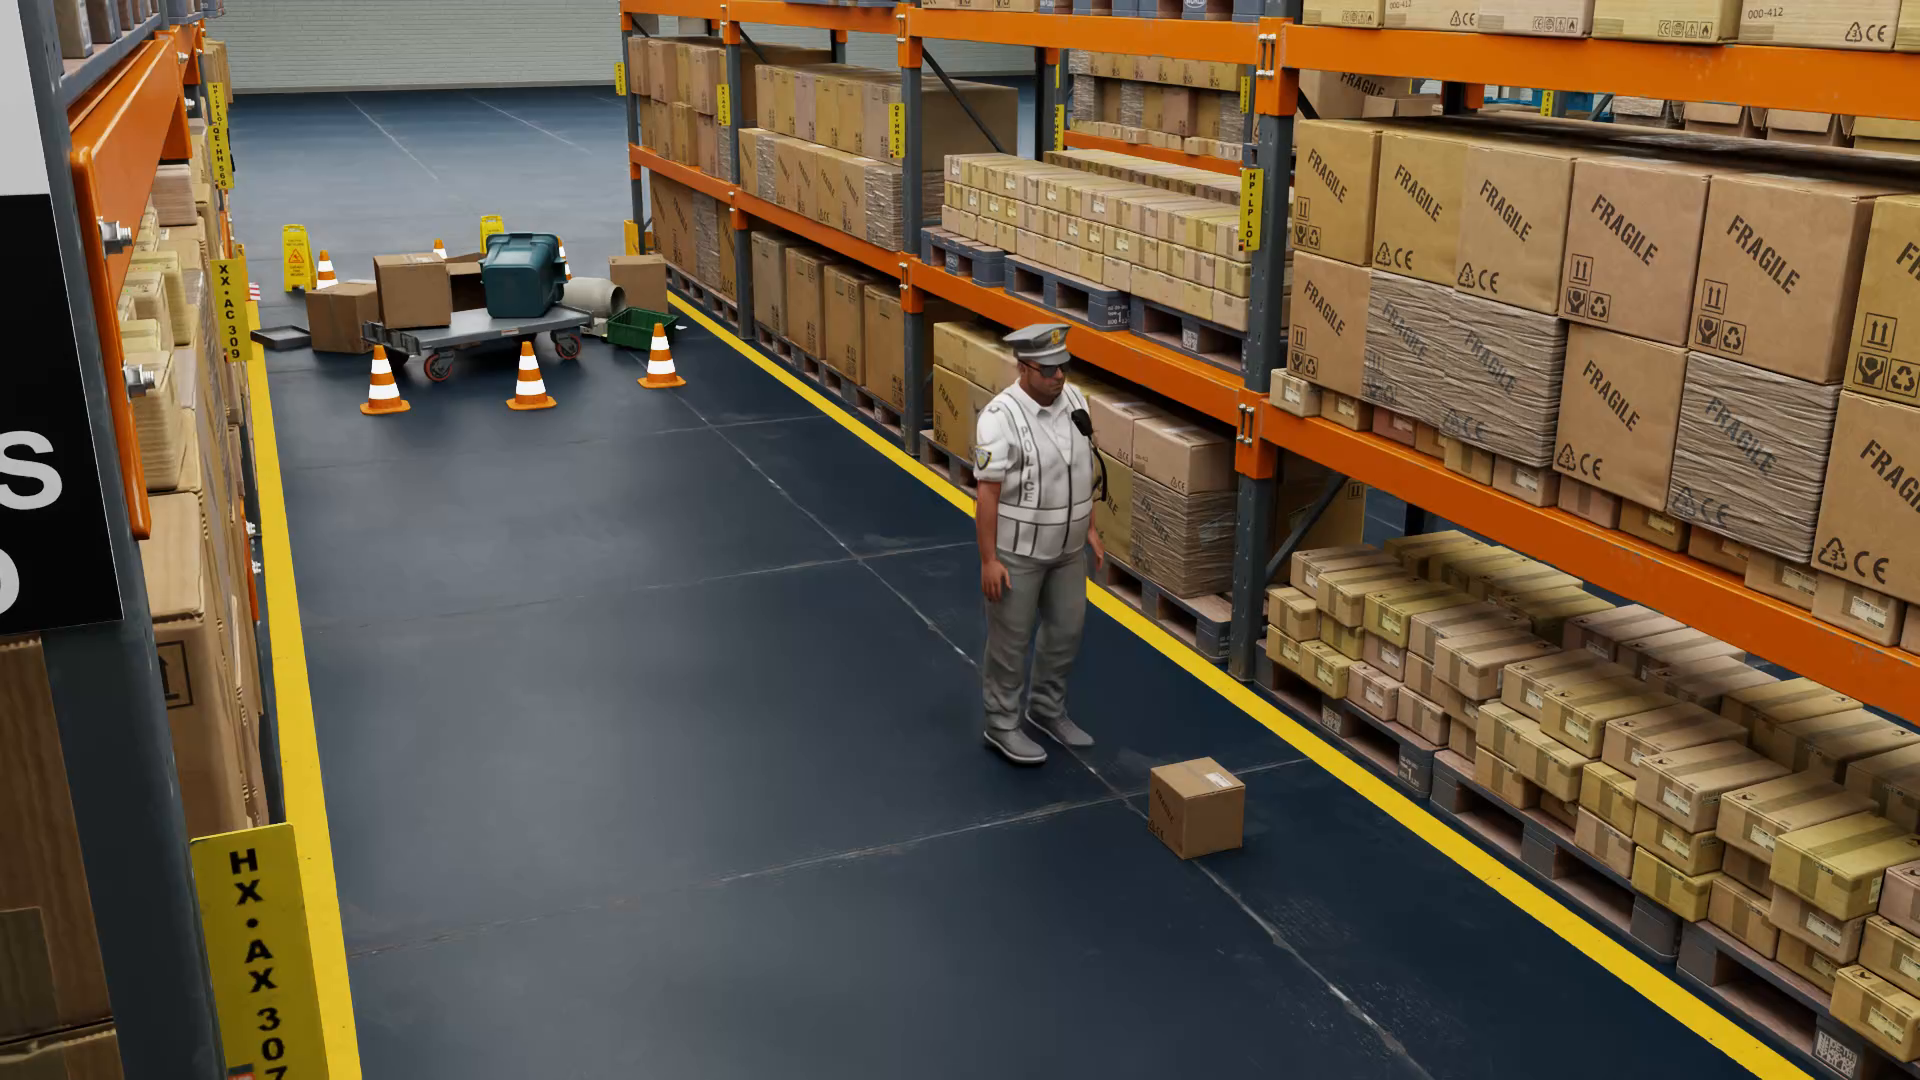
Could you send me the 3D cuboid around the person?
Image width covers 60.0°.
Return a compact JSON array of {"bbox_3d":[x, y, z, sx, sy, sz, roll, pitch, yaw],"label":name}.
[{"bbox_3d":[0.302,0.038,6.467,0.579,1.813,0.408,-14,23,-35],"label":"person"}]
